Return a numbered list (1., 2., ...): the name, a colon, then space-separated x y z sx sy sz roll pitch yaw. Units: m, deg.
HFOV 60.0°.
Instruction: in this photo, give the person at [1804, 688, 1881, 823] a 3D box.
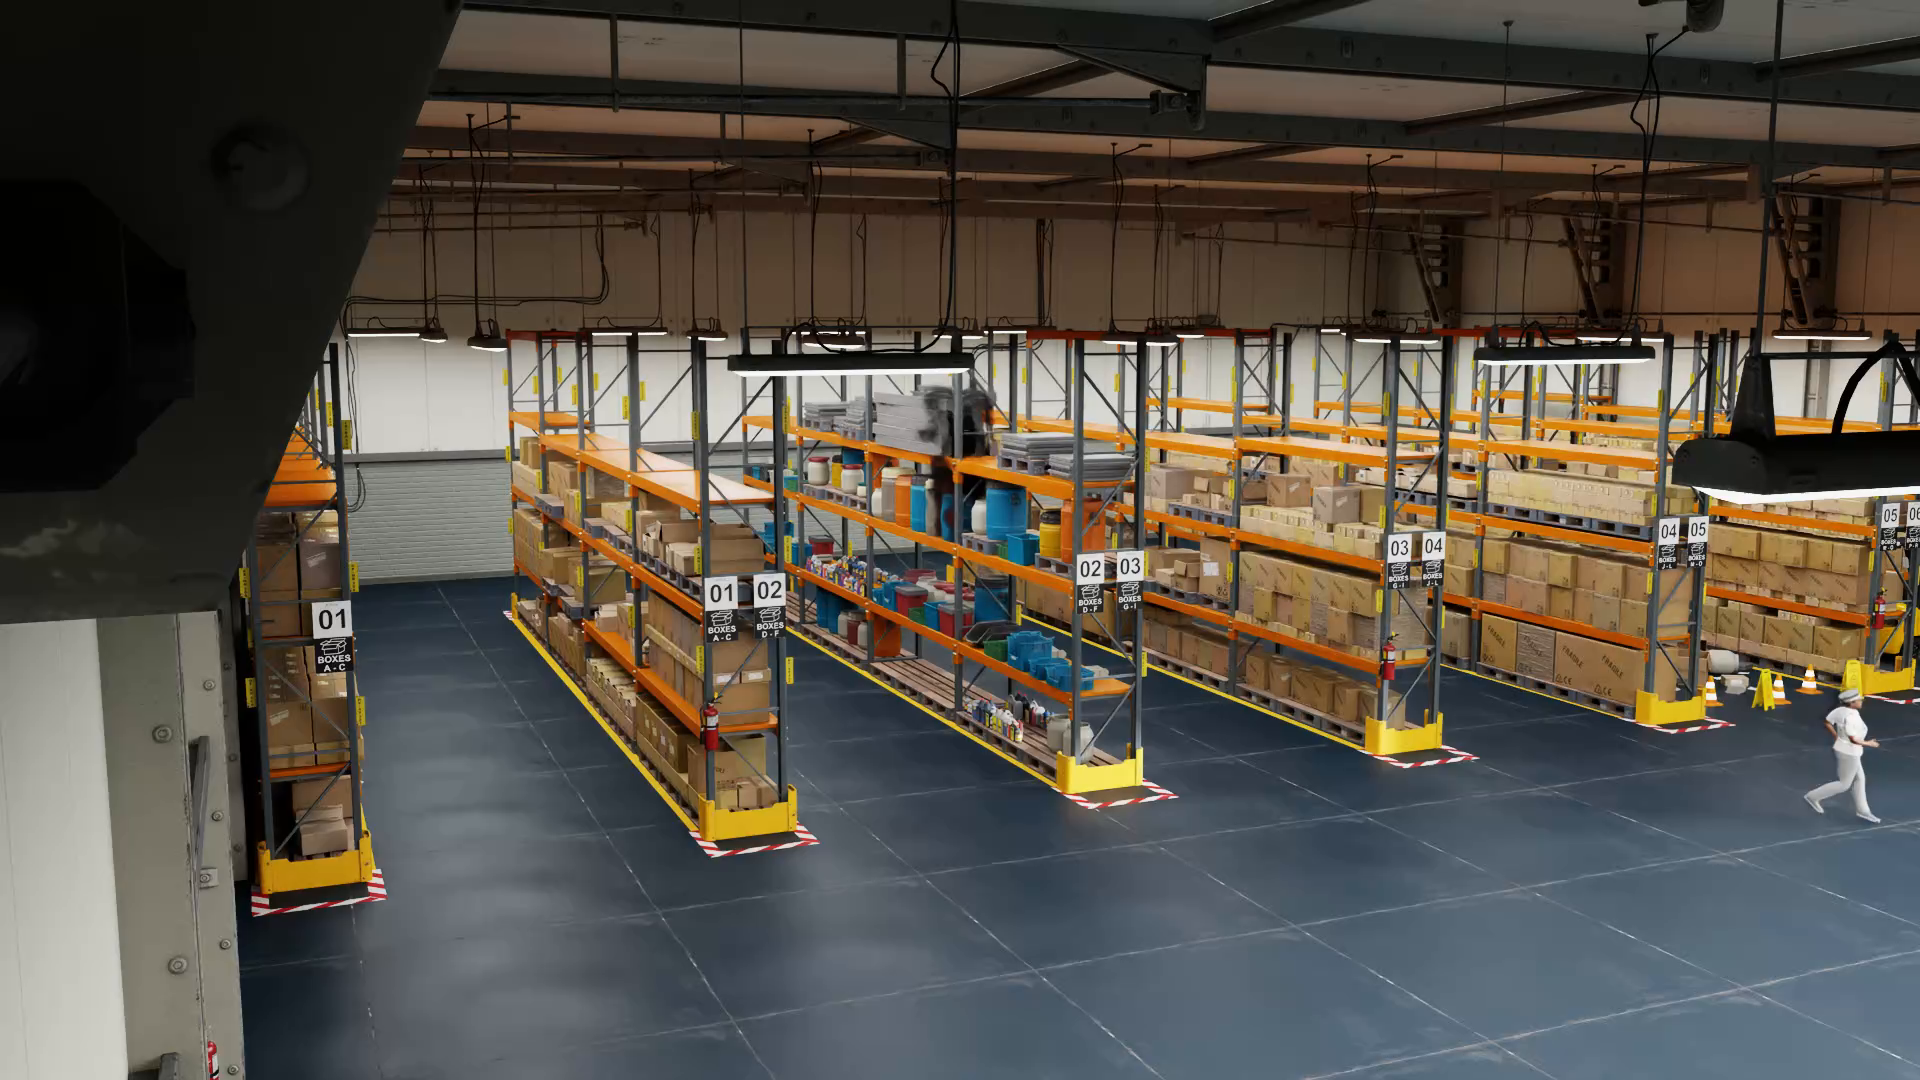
1. person: 11.067 2.683 20.780 0.920 1.710 0.590 2 8 14
